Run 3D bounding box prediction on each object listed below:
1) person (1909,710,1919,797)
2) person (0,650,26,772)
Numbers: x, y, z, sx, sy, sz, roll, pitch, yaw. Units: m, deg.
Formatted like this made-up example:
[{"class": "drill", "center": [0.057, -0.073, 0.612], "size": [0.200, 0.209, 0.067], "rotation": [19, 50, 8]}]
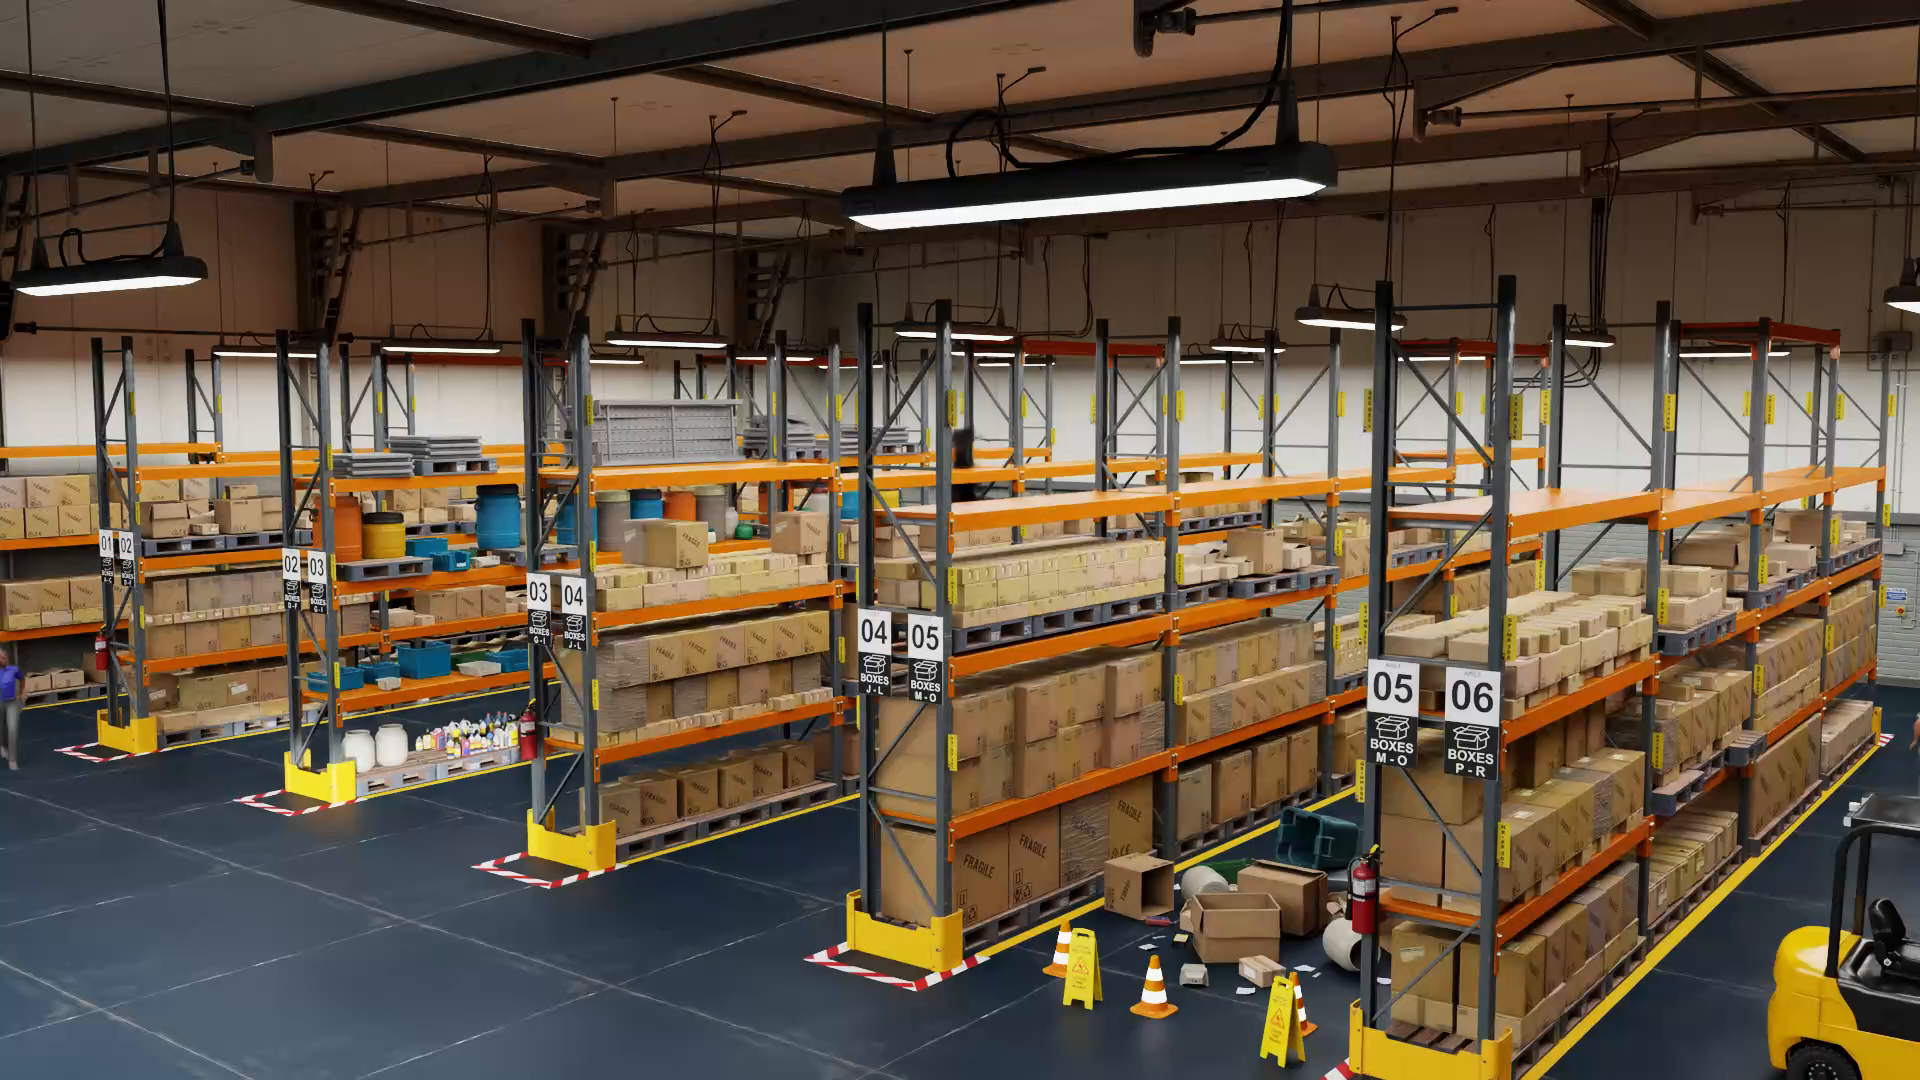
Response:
[{"class": "person", "center": [11.749, 2.608, 20.029], "size": [0.562, 1.640, 0.955], "rotation": [2, 6, 27]}, {"class": "person", "center": [-13.313, 2.433, 23.169], "size": [0.552, 1.488, 0.899], "rotation": [-3, 6, -29]}]
